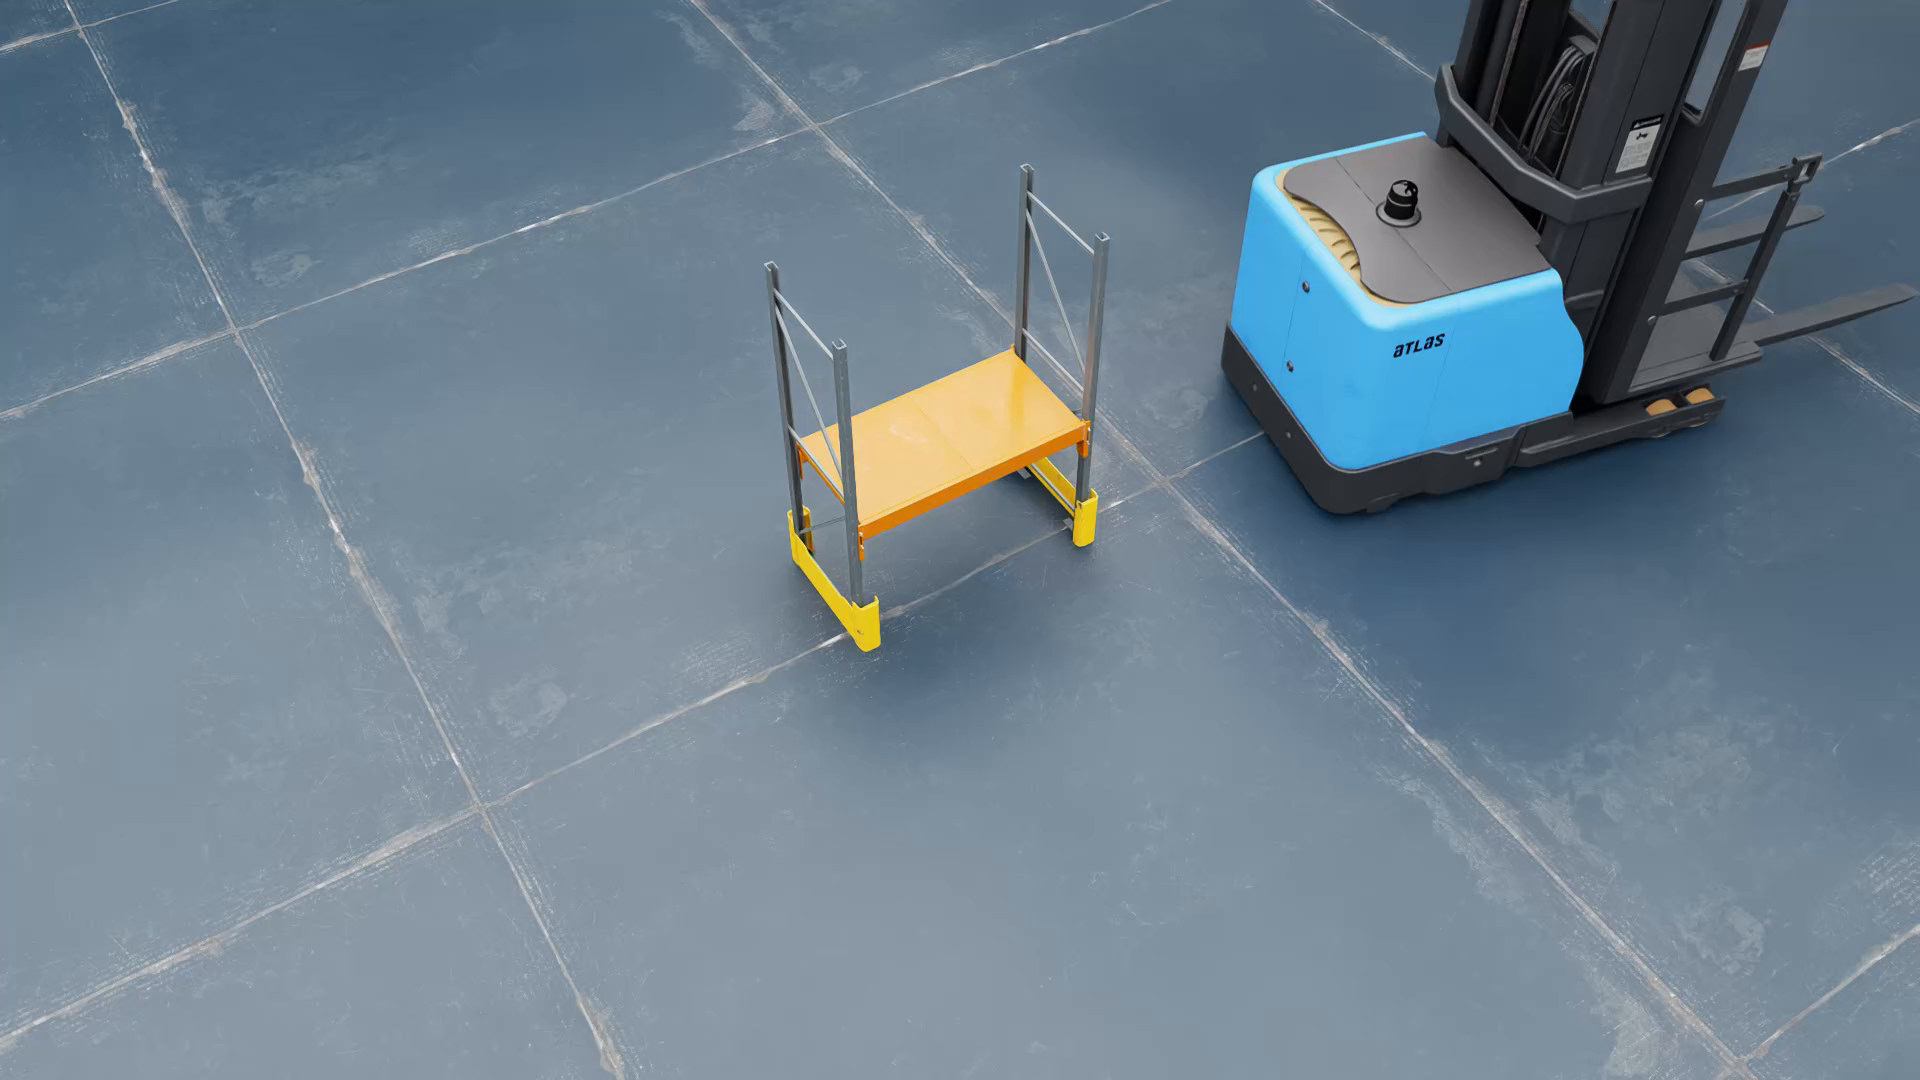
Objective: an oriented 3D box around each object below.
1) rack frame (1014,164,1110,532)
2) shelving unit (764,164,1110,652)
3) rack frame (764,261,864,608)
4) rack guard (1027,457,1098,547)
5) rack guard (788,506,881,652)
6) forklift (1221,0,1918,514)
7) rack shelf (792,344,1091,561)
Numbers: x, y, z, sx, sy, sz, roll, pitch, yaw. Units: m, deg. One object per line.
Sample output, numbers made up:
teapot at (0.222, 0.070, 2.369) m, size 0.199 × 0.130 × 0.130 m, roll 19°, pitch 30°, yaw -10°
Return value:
rack frame at (0.358, -0.667, 6.285) m, size 0.032 × 1.500 × 0.500 m, roll -25°, pitch 53°, yaw -21°
shelving unit at (-0.064, -0.468, 6.108) m, size 1.083 × 1.500 × 0.587 m, roll -25°, pitch 53°, yaw -21°
rack frame at (-0.502, -0.262, 5.925) m, size 0.032 × 1.500 × 0.500 m, roll -25°, pitch 53°, yaw -21°
rack guard at (0.357, -0.251, 6.752) m, size 0.087 × 0.250 × 0.587 m, roll -25°, pitch 53°, yaw -21°
rack guard at (-0.486, 0.146, 6.398) m, size 0.087 × 0.250 × 0.587 m, roll -25°, pitch 53°, yaw -21°
forklift at (2.714, -1.767, 6.306) m, size 3.031 × 2.935 × 1.130 m, roll -15°, pitch 50°, yaw -13°
rack shelf at (-0.072, -0.345, 6.239) m, size 1.000 × 0.185 × 0.538 m, roll -25°, pitch 53°, yaw -21°
